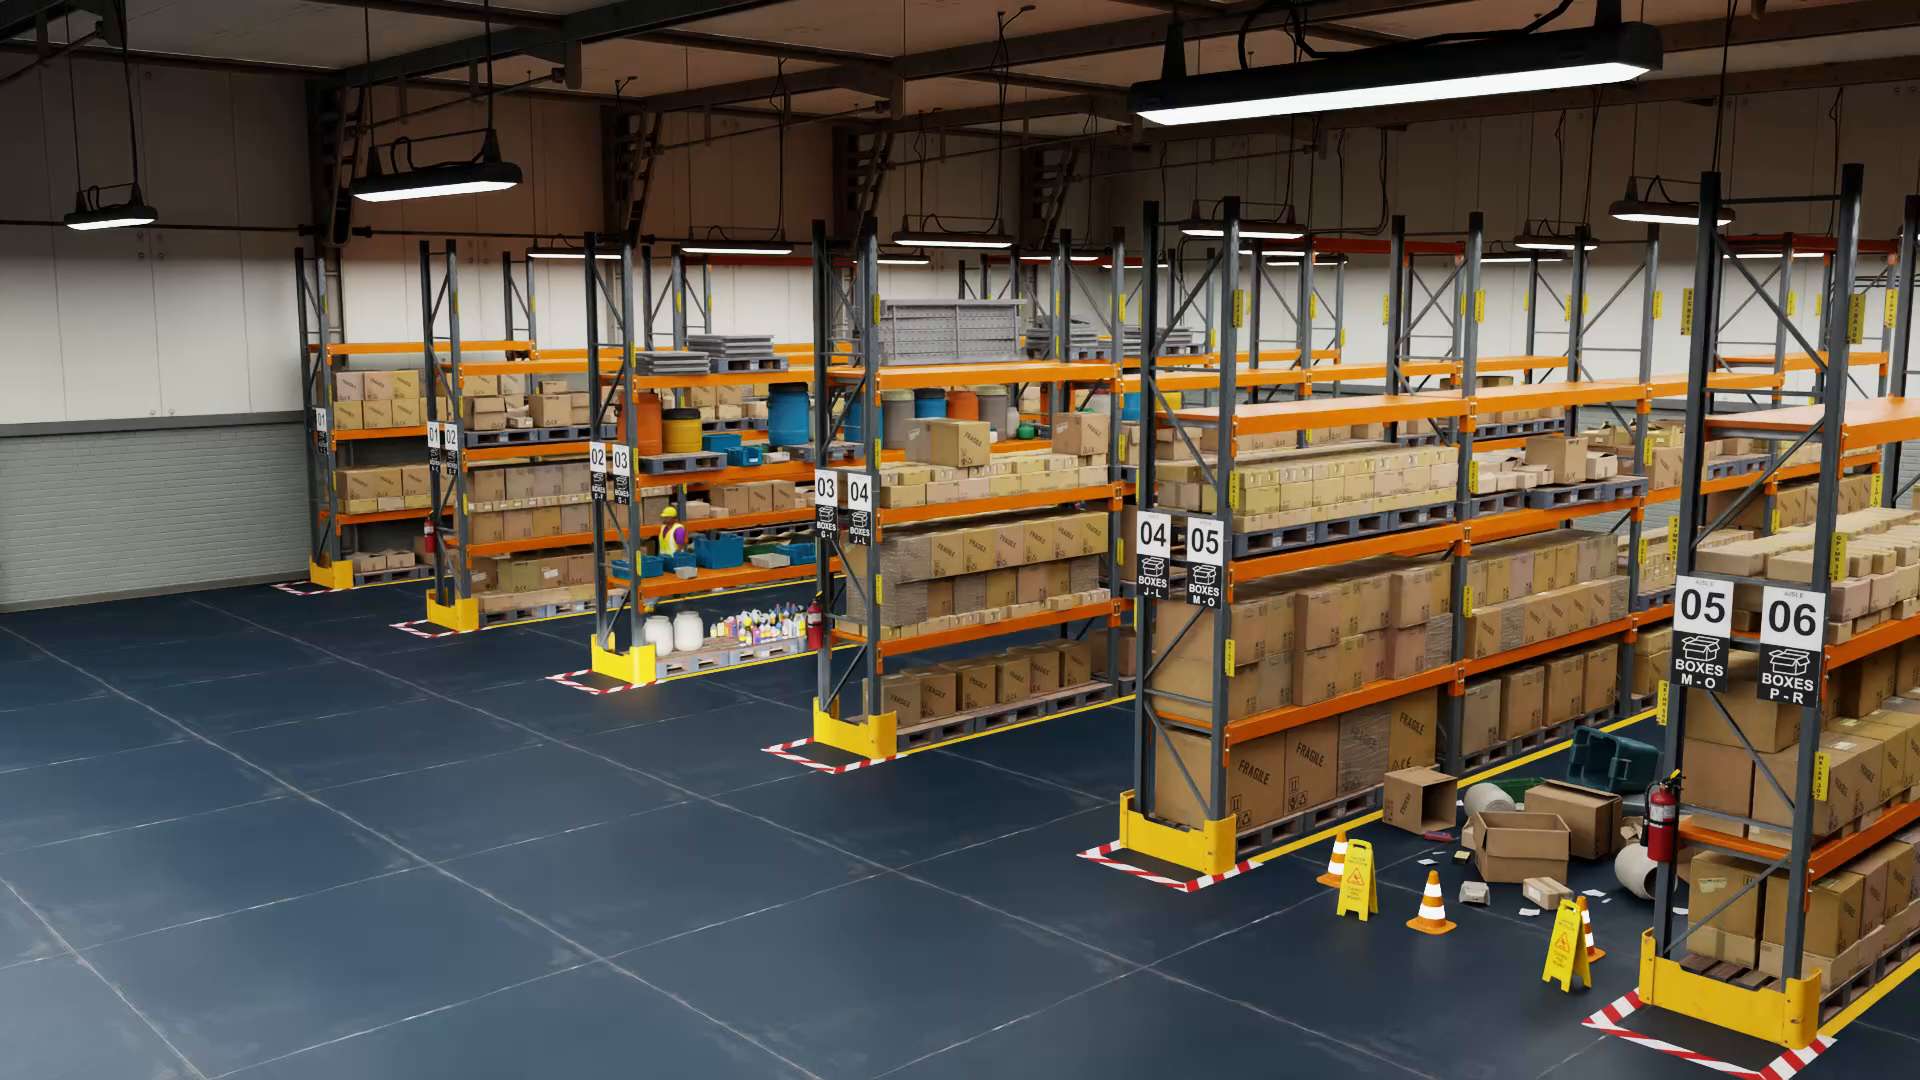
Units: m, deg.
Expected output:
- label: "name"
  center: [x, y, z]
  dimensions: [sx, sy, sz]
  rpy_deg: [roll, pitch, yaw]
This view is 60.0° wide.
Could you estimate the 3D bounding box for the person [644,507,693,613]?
- label: "person"
  center: [-4.760, 0.318, 27.109]
  dimensions: [0.584, 1.705, 0.986]
  rpy_deg: [6, 10, 34]
